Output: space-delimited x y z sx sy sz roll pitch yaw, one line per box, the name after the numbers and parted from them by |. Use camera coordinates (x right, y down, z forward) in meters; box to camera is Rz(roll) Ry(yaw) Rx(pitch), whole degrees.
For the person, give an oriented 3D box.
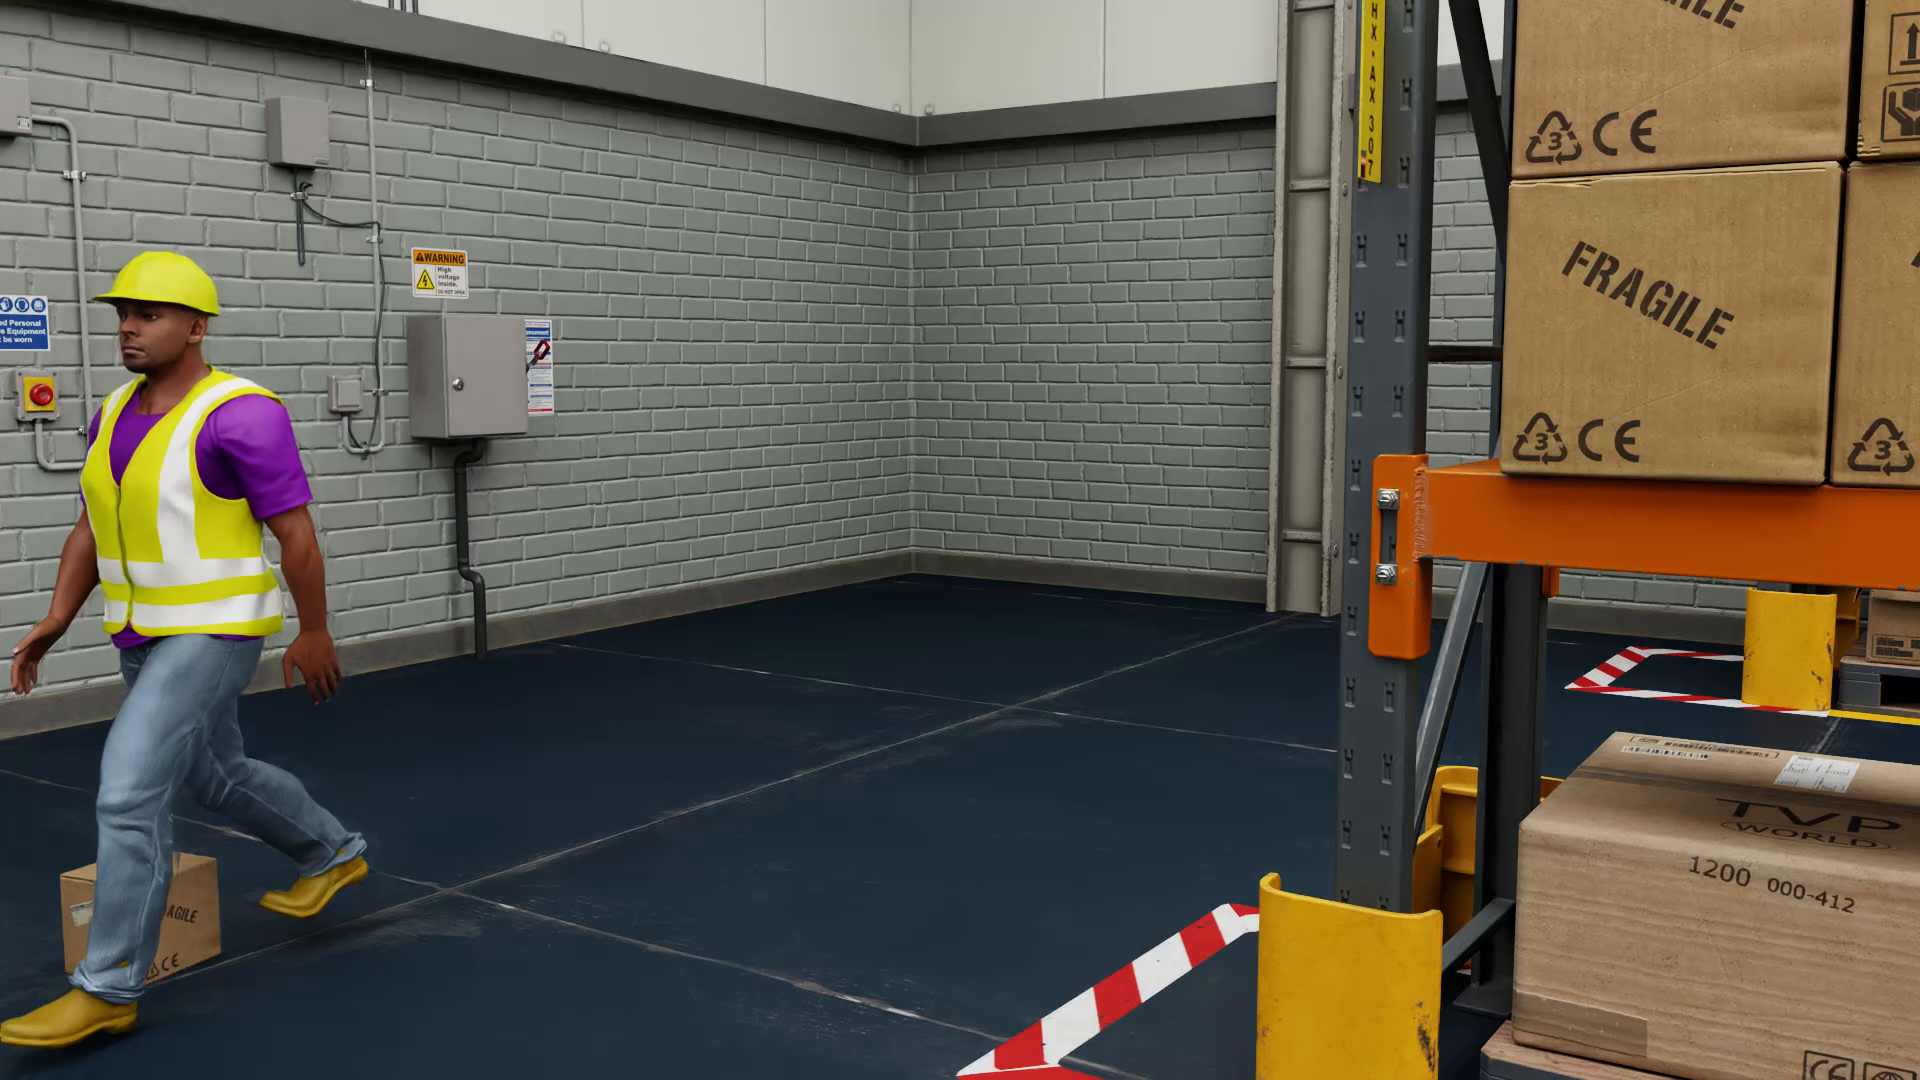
-1.802 0.203 3.868 0.590 1.720 1.048 4 7 31 | person
